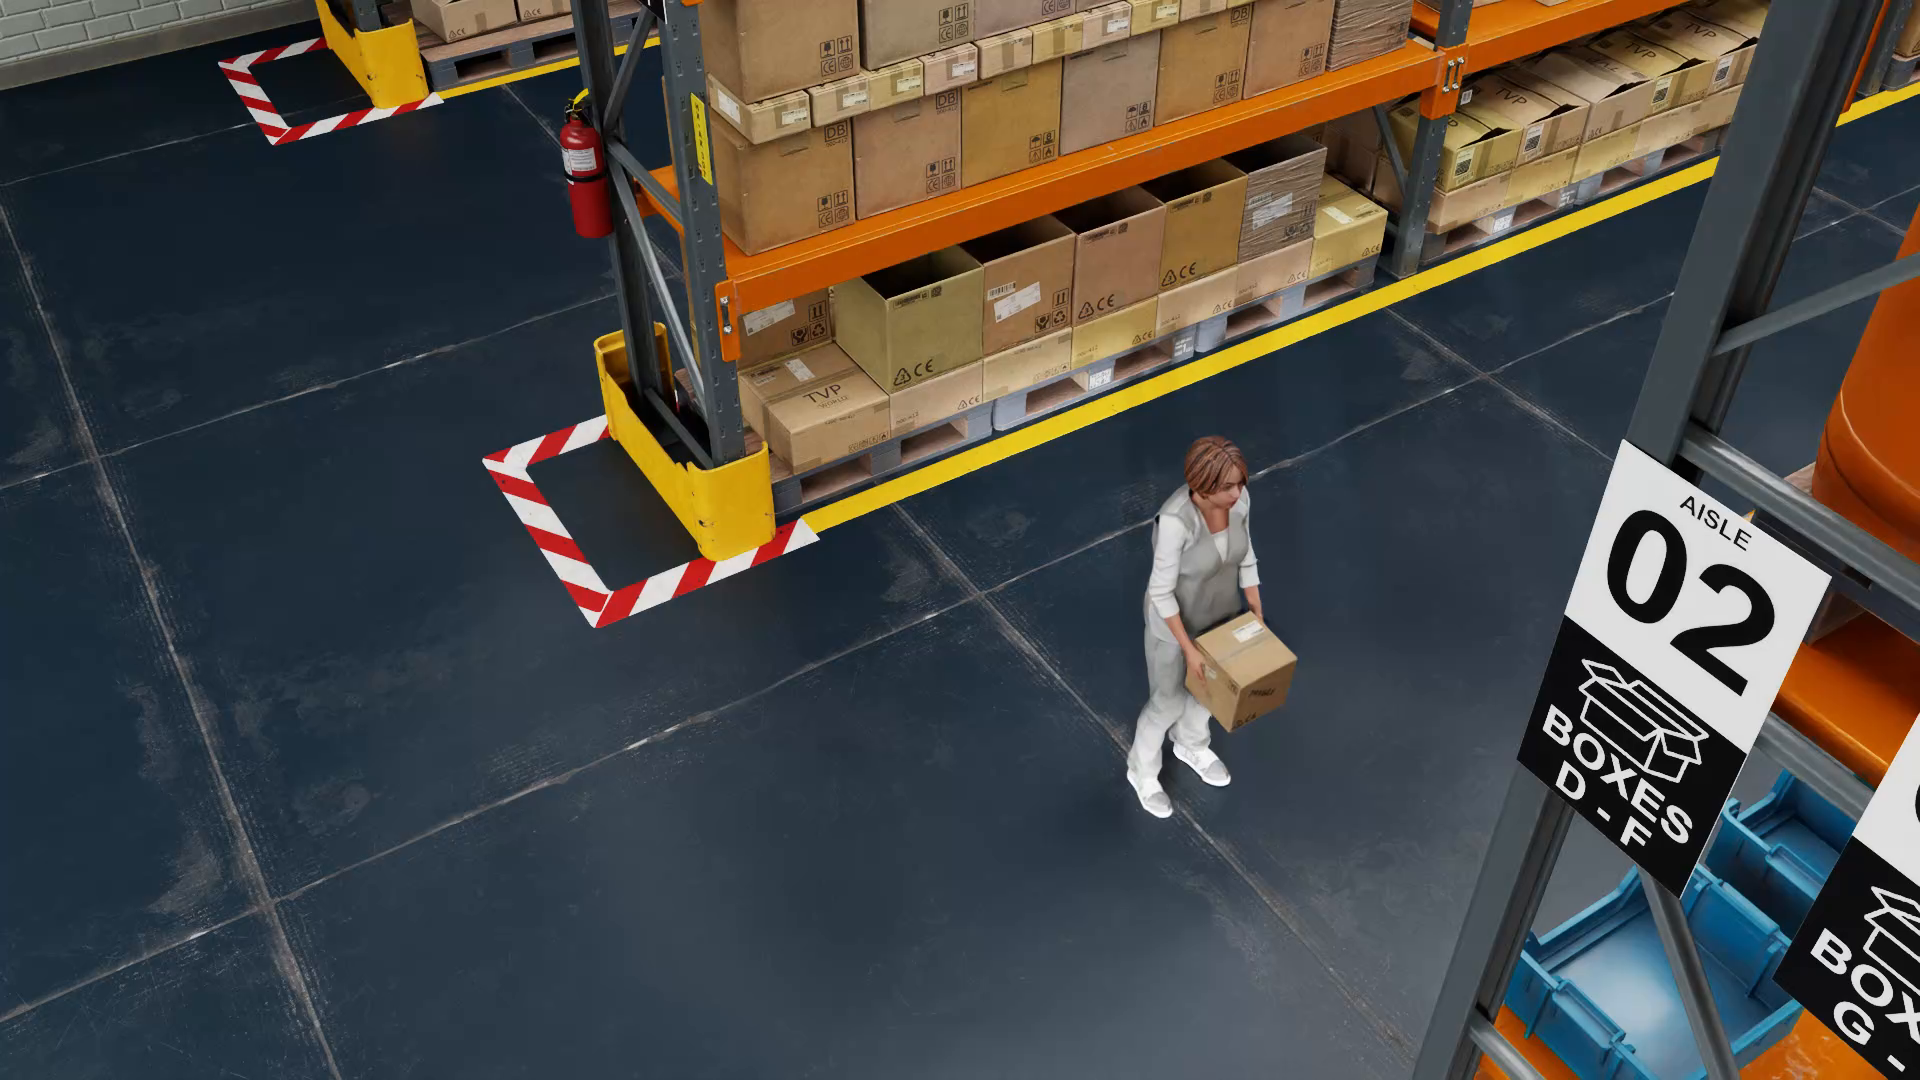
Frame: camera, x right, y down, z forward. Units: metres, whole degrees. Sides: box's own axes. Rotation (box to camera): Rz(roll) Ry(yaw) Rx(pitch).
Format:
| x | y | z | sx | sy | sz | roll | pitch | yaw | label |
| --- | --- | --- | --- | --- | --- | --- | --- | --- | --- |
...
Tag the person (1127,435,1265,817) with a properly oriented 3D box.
| x | y | z | sx | sy | sz | roll | pitch | yaw | label |
| --- | --- | --- | --- | --- | --- | --- | --- | --- | --- |
| 0.841 | 0.305 | 5.813 | 0.444 | 1.603 | 0.397 | -24 | 47 | -24 | person |
